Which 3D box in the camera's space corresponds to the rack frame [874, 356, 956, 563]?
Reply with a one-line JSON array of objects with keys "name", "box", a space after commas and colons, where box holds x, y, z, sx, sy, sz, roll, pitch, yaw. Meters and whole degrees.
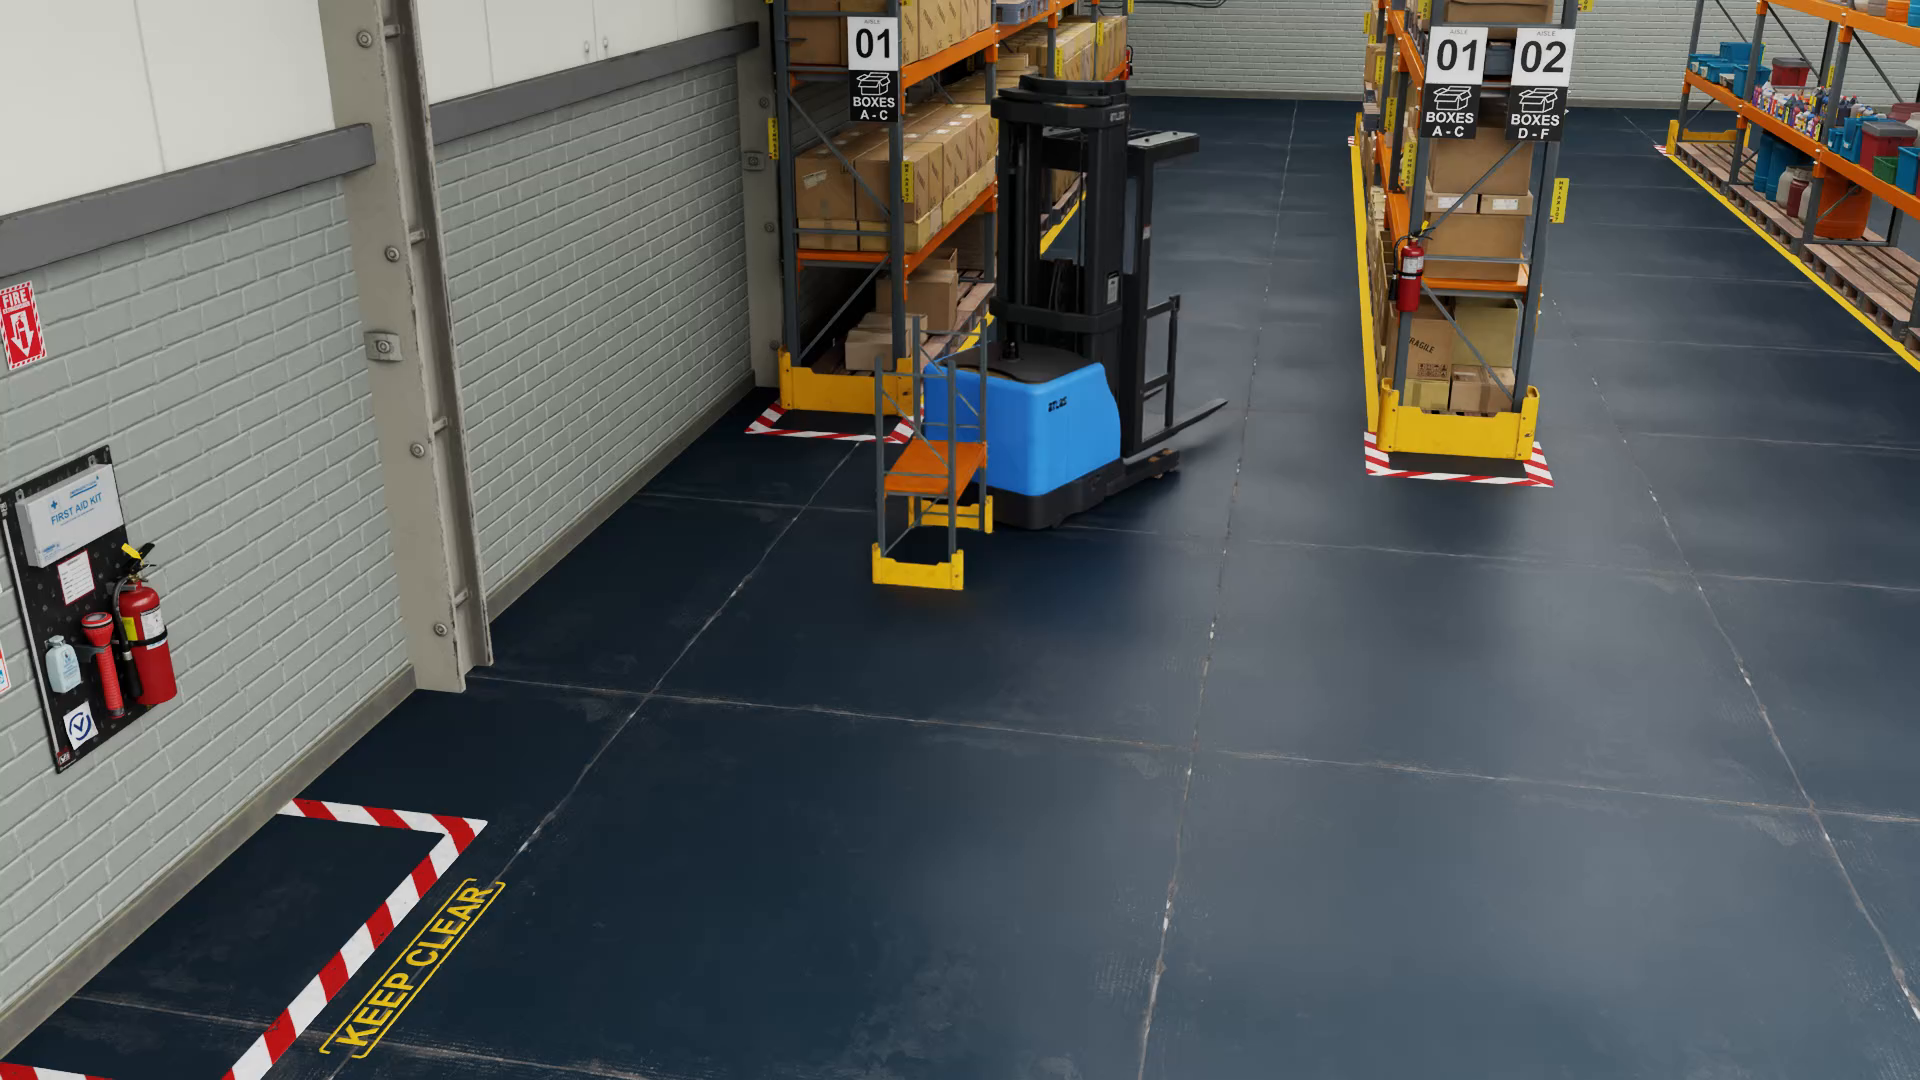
[{"name": "rack frame", "box": [-0.274, -0.402, 10.345, 0.500, 1.500, 0.032, 4, 22, 11]}]

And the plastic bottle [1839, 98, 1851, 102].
[{"name": "plastic bottle", "box": [11.178, -5.453, 21.045, 0.152, 0.276, 0.135, 4, 22, 11]}]

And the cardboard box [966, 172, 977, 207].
[{"name": "cardboard box", "box": [-0.134, -3.338, 15.800, 0.500, 0.250, 0.500, 4, 22, 11]}]

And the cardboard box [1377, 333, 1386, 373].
[{"name": "cardboard box", "box": [3.908, -1.627, 14.496, 0.500, 0.250, 0.500, 4, 22, 11]}]

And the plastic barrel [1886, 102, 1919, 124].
[{"name": "plastic barrel", "box": [10.580, -4.539, 18.427, 0.600, 0.536, 0.708, 4, 22, 11]}]

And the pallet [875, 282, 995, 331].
[{"name": "pallet", "box": [-0.239, -2.419, 17.078, 1.003, 0.211, 1.213, 4, 22, 11]}]

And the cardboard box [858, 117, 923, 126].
[{"name": "cardboard box", "box": [-0.654, -3.722, 15.750, 0.500, 0.500, 0.500, 5, 22, 12]}]

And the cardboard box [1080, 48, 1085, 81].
[{"name": "cardboard box", "box": [1.443, -6.522, 22.974, 0.500, 0.500, 0.500, 4, 22, 11]}]

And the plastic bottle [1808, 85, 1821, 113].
[{"name": "plastic bottle", "box": [11.186, -5.759, 21.703, 0.144, 0.351, 0.185, 4, 22, 11]}]

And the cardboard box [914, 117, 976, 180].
[{"name": "cardboard box", "box": [-0.140, -3.686, 15.660, 0.500, 0.500, 0.500, 4, 22, 9]}]

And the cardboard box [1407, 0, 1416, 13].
[{"name": "cardboard box", "box": [4.242, -4.833, 14.693, 0.500, 0.311, 0.500, 3, 22, 8]}]

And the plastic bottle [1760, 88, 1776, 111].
[{"name": "plastic bottle", "box": [10.652, -5.800, 21.906, 0.152, 0.276, 0.135, 4, 22, 11]}]

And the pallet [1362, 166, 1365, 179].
[{"name": "pallet", "box": [6.487, -5.468, 24.649, 1.003, 0.211, 1.213, 4, 22, 11]}]

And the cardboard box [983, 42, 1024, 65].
[{"name": "cardboard box", "box": [0.518, -6.151, 21.049, 0.500, 0.250, 0.500, 5, 22, 12]}]

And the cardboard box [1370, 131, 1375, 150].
[{"name": "cardboard box", "box": [5.804, -5.379, 22.448, 0.500, 0.250, 0.500, 5, 22, 11]}]

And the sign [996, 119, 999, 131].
[{"name": "sign", "box": [0.396, -4.324, 16.916, 0.100, 0.325, 0.005, 4, 22, 11]}]

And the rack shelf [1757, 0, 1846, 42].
[{"name": "rack shelf", "box": [10.786, -6.458, 20.321, 1.077, 0.370, 4.000, 4, 22, 11]}]

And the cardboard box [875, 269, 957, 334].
[{"name": "cardboard box", "box": [-0.409, -2.262, 15.712, 0.700, 0.500, 0.500, 3, 22, 8]}]

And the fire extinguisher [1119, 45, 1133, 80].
[{"name": "fire extinguisher", "box": [2.794, -8.161, 28.204, 0.296, 0.674, 0.183, 4, 22, 11]}]

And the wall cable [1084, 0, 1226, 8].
[{"name": "wall cable", "box": [3.816, -11.733, 32.598, 3.097, 2.526, 0.112, 4, 22, 11]}]

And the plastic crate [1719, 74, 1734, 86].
[{"name": "plastic crate", "box": [11.255, -6.697, 24.239, 0.293, 0.136, 0.466, 4, 22, 11]}]

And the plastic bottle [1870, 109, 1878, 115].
[{"name": "plastic bottle", "box": [10.996, -5.047, 20.027, 0.061, 0.283, 0.133, 4, 22, 11]}]

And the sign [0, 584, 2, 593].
[{"name": "sign", "box": [-3.627, 0.206, 6.070, 0.001, 0.109, 0.331, 4, 22, 11]}]

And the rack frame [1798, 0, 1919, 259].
[{"name": "rack frame", "box": [10.378, -4.669, 18.931, 1.000, 3.000, 0.127, 4, 22, 11]}]

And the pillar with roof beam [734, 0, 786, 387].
[{"name": "pillar with roof beam", "box": [2.557, -5.275, 12.405, 9.100, 9.000, 0.400, 4, 22, 11]}]

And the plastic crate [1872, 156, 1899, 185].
[{"name": "plastic crate", "box": [9.641, -3.766, 16.973, 0.450, 0.188, 0.662, 4, 22, 11]}]

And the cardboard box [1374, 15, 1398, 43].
[{"name": "cardboard box", "box": [6.196, -7.225, 23.807, 0.500, 0.500, 0.500, 5, 22, 11]}]

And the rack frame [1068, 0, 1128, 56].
[{"name": "rack frame", "box": [2.312, -8.350, 28.071, 1.000, 3.000, 0.127, 4, 22, 11]}]

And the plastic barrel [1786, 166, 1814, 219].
[{"name": "plastic barrel", "box": [10.692, -4.338, 20.776, 0.600, 0.588, 0.708, 4, 22, 11]}]

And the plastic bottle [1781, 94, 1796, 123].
[{"name": "plastic bottle", "box": [10.414, -5.416, 20.852, 0.144, 0.351, 0.185, 4, 22, 11]}]

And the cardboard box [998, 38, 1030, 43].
[{"name": "cardboard box", "box": [0.627, -6.340, 21.518, 0.500, 0.250, 0.500, 4, 22, 9]}]

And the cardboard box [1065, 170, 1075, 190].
[{"name": "cardboard box", "box": [1.143, -5.200, 22.566, 0.750, 0.750, 0.750, 4, 22, 11]}]

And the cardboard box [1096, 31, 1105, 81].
[{"name": "cardboard box", "box": [1.622, -7.223, 24.872, 0.980, 0.700, 0.700, 5, 22, 12]}]

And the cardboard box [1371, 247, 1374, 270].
[{"name": "cardboard box", "box": [4.723, -3.050, 18.030, 0.500, 0.250, 0.500, 5, 22, 12]}]

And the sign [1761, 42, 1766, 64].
[{"name": "sign", "box": [12.552, -7.634, 26.076, 0.100, 0.325, 0.005, 4, 22, 11]}]

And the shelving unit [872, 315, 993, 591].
[{"name": "shelving unit", "box": [-0.169, -0.592, 10.815, 0.587, 1.500, 1.083, 4, 22, 11]}]

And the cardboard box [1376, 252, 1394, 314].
[{"name": "cardboard box", "box": [4.108, -2.341, 15.265, 0.500, 0.500, 0.500, 4, 22, 11]}]

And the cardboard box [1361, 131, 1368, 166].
[{"name": "cardboard box", "box": [6.184, -5.785, 24.460, 0.500, 0.500, 0.500, 4, 22, 11]}]

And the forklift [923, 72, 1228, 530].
[{"name": "forklift", "box": [1.017, -1.917, 12.189, 1.130, 2.935, 3.031, 16, 27, 34]}]

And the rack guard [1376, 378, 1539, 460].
[{"name": "rack guard", "box": [3.892, -0.954, 13.052, 1.175, 0.500, 0.348, 4, 22, 11]}]

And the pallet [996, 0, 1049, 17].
[{"name": "pallet", "box": [0.302, -5.863, 18.131, 1.213, 0.211, 1.003, 4, 22, 11]}]

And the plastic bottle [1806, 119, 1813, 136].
[{"name": "plastic bottle", "box": [10.151, -4.918, 19.815, 0.097, 0.201, 0.097, 0, 22, 0]}]

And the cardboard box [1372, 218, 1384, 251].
[{"name": "cardboard box", "box": [4.720, -3.307, 17.918, 0.500, 0.311, 0.500, 4, 22, 11]}]

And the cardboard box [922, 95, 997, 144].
[{"name": "cardboard box", "box": [0.000, -4.395, 17.528, 0.700, 0.500, 0.500, 5, 22, 11]}]

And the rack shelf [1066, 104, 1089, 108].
[{"name": "rack shelf", "box": [1.087, -5.822, 22.757, 1.077, 0.370, 4.000, 4, 22, 11]}]

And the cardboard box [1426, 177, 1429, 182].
[{"name": "cardboard box", "box": [3.893, -2.813, 13.320, 0.380, 0.149, 0.250, 4, 22, 10]}]

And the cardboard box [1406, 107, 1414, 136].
[{"name": "cardboard box", "box": [5.203, -4.479, 18.326, 0.500, 0.500, 0.500, 3, 22, 8]}]

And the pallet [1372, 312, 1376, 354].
[{"name": "pallet", "box": [4.510, -2.004, 16.046, 1.003, 0.211, 1.213, 4, 22, 11]}]

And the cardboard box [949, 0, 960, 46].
[{"name": "cardboard box", "box": [-0.305, -4.630, 14.659, 0.500, 0.500, 0.500, 6, 23, 14]}]

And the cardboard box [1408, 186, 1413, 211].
[{"name": "cardboard box", "box": [4.528, -3.275, 15.336, 0.700, 0.500, 0.500, 4, 22, 10]}]

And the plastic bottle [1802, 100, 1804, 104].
[{"name": "plastic bottle", "box": [10.541, -5.386, 20.883, 0.097, 0.271, 0.097, 0, 22, 0]}]

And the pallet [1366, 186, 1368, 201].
[{"name": "pallet", "box": [6.217, -4.917, 23.279, 1.003, 0.211, 1.213, 4, 22, 11]}]

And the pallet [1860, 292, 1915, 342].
[{"name": "pallet", "box": [9.684, -2.203, 16.540, 1.003, 0.211, 1.213, 4, 22, 11]}]

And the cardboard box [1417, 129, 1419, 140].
[{"name": "cardboard box", "box": [4.424, -3.702, 14.661, 0.700, 0.500, 0.500, 4, 22, 11]}]

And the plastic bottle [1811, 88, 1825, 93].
[{"name": "plastic bottle", "box": [11.430, -5.905, 22.167, 0.152, 0.276, 0.135, 4, 22, 11]}]

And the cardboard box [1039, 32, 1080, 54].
[{"name": "cardboard box", "box": [1.330, -6.679, 22.359, 0.500, 0.250, 0.500, 4, 22, 10]}]
